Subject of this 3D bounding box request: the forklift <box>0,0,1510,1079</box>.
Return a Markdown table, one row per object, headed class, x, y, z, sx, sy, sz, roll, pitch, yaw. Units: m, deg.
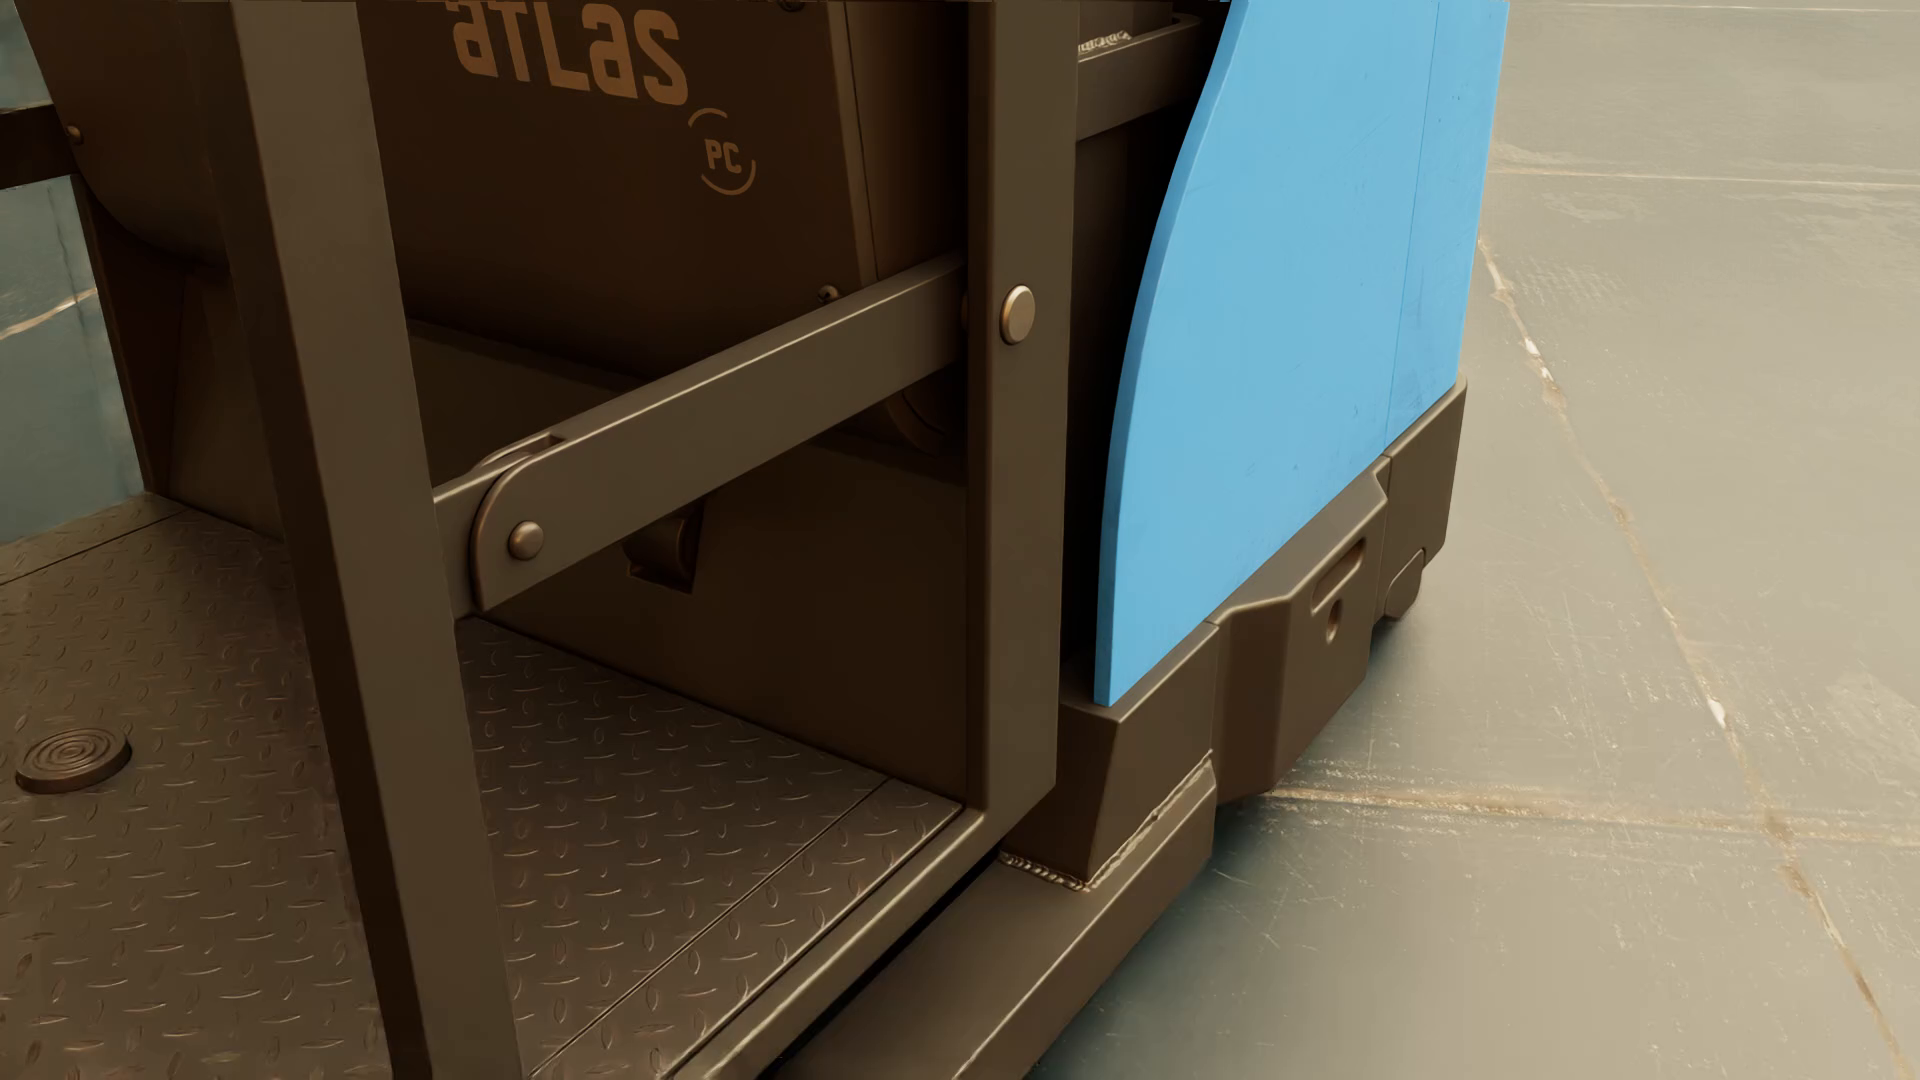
| class | x | y | z | sx | sy | sz | roll | pitch | yaw |
| --- | --- | --- | --- | --- | --- | --- | --- | --- | --- |
| forklift | -0.542 | -0.837 | 0.893 | 1.130 | 2.935 | 3.031 | 16 | 31 | 29 |
